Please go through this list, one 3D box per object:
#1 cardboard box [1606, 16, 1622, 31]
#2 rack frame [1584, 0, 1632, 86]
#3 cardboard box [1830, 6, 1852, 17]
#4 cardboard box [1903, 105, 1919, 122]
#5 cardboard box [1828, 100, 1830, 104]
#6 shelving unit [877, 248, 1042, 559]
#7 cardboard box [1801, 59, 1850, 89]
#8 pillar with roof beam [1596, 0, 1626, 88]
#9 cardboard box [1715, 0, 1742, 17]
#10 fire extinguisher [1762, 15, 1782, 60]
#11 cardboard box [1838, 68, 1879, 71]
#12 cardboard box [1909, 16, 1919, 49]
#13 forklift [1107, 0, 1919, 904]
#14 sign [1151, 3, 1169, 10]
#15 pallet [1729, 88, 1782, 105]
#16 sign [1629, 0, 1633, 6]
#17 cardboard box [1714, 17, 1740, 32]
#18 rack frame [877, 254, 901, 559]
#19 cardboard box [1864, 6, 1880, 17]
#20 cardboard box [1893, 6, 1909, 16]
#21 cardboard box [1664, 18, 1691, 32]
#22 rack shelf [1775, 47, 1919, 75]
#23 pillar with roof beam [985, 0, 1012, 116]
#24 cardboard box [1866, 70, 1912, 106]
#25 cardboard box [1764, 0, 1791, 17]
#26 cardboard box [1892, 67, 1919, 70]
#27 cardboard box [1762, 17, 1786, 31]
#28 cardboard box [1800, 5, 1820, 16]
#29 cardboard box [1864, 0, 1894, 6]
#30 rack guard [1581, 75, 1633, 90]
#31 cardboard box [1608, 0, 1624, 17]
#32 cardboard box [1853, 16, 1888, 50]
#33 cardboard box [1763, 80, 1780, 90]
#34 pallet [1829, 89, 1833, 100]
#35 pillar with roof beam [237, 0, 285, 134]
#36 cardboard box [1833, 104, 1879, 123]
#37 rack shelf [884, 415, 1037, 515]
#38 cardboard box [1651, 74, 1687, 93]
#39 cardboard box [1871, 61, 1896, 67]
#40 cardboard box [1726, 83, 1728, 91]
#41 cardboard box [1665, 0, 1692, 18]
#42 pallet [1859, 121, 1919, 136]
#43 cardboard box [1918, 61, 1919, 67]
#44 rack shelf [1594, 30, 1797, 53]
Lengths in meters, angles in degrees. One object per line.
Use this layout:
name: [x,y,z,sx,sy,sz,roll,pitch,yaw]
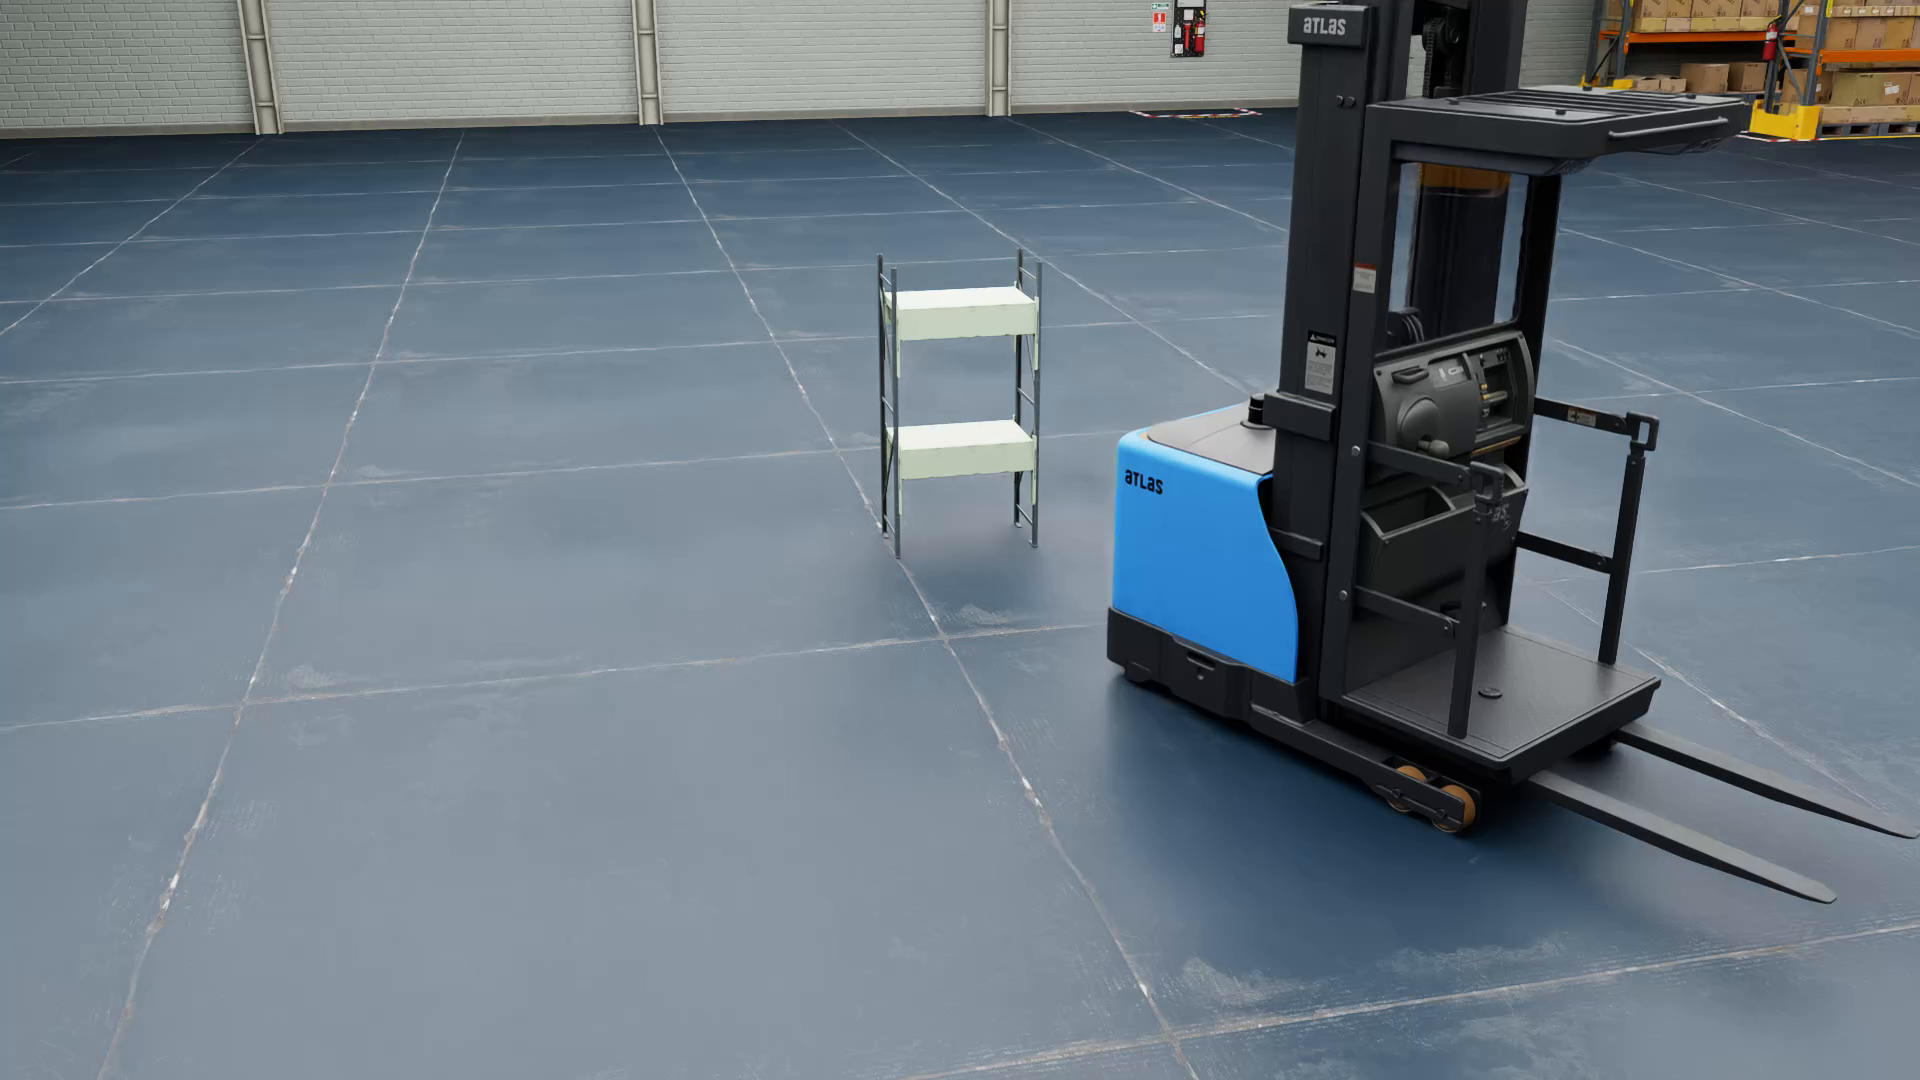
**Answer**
cardboard box: [12.269,-9.505,30.590,0.500,0.250,0.500,-4,21,-12]
rack frame: [11.859,-9.464,30.290,0.127,3.000,1.000,-5,21,-12]
cardboard box: [13.434,-8.117,25.523,0.250,0.149,0.380,-5,21,-13]
cardboard box: [15.036,-6.799,26.400,0.500,0.250,0.500,-5,21,-12]
cardboard box: [13.940,-6.897,26.670,0.500,0.250,0.500,-5,21,-12]
shelving unit: [-0.006,-0.704,8.555,0.755,1.500,0.431,-5,21,-12]
cardboard box: [16.464,-8.877,31.683,0.500,0.500,0.700,-4,20,-11]
pillar with roof beam: [13.332,-11.185,26.266,0.400,9.000,9.100,-5,21,-12]
cardboard box: [13.880,-9.812,30.338,0.500,0.500,0.500,-4,20,-11]
fire extinguisher: [12.780,-7.916,26.176,0.183,0.674,0.296,-5,21,-12]
cardboard box: [14.426,-7.291,26.653,0.500,0.500,0.500,-5,21,-12]
cardboard box: [14.966,-8.009,26.173,0.500,0.500,0.700,-4,21,-11]
forklift: [1.965,-0.523,5.982,1.130,2.935,3.031,-16,25,-37]
sign: [3.533,-9.405,29.306,0.331,0.109,0.001,-5,21,-12]
pallet: [15.106,-8.406,31.456,1.213,0.211,1.003,-5,21,-12]
sign: [11.984,-9.689,29.645,0.005,0.325,0.100,-5,21,-12]
cardboard box: [13.898,-9.459,30.464,0.500,0.250,0.500,-4,21,-12]
rack frame: [-0.363,-0.675,8.476,0.023,1.500,0.400,-5,21,-12]
cardboard box: [13.933,-8.158,25.635,0.250,0.149,0.380,-5,21,-12]
cardboard box: [14.438,-8.199,25.748,0.250,0.149,0.380,-5,21,-14]
cardboard box: [12.909,-9.381,30.253,0.500,0.250,0.500,-5,21,-14]
rack shelf: [14.949,-7.627,26.320,4.000,0.370,1.077,-5,21,-12]
pillar with roof beam: [1.654,-10.235,23.673,0.400,9.000,9.100,-5,21,-12]
cardboard box: [14.545,-7.117,26.178,0.500,0.500,0.500,-5,21,-12]
cardboard box: [14.878,-9.889,30.550,0.500,0.500,0.500,-5,21,-13]
cardboard box: [15.399,-7.370,26.870,0.500,0.500,0.500,-5,21,-12]
cardboard box: [14.874,-9.544,30.697,0.500,0.250,0.500,-5,21,-12]
cardboard box: [13.330,-8.252,25.892,0.250,0.149,0.380,-5,21,-13]
cardboard box: [14.022,-8.543,25.743,0.500,0.500,0.700,-5,21,-14]
rack guard: [11.933,-8.296,30.736,0.348,0.500,1.175,-5,21,-12]
cardboard box: [12.269,-9.864,30.479,0.500,0.500,0.500,-5,21,-13]
cardboard box: [13.970,-7.929,25.954,0.500,0.500,0.700,-4,21,-11]
cardboard box: [15.238,-8.605,31.423,0.250,0.166,0.380,-7,21,-20]
pallet: [16.509,-8.533,31.803,1.213,0.211,1.003,-5,21,-12]
pillar with roof beam: [-10.024,-9.285,21.080,0.400,9.000,9.100,-5,21,-12]
cardboard box: [14.061,-6.721,26.189,0.500,0.250,0.500,-5,21,-12]
rack shelf: [-0.006,-0.398,8.667,0.720,0.370,0.431,-5,21,-12]
cardboard box: [13.108,-8.478,30.867,0.500,0.311,0.500,-3,20,-8]
cardboard box: [17.461,-8.962,31.913,0.500,0.500,0.700,-4,21,-12]
cardboard box: [14.190,-8.529,31.241,0.250,0.149,0.380,-6,21,-17]
cardboard box: [12.876,-9.728,30.109,0.500,0.500,0.500,-5,21,-12]
pallet: [14.922,-6.667,26.707,1.213,0.211,1.003,-5,21,-12]
cardboard box: [18.427,-9.054,32.164,0.500,0.500,0.700,-5,21,-13]
rack shelf: [13.805,-9.285,30.846,4.000,0.370,1.077,-5,21,-12]
